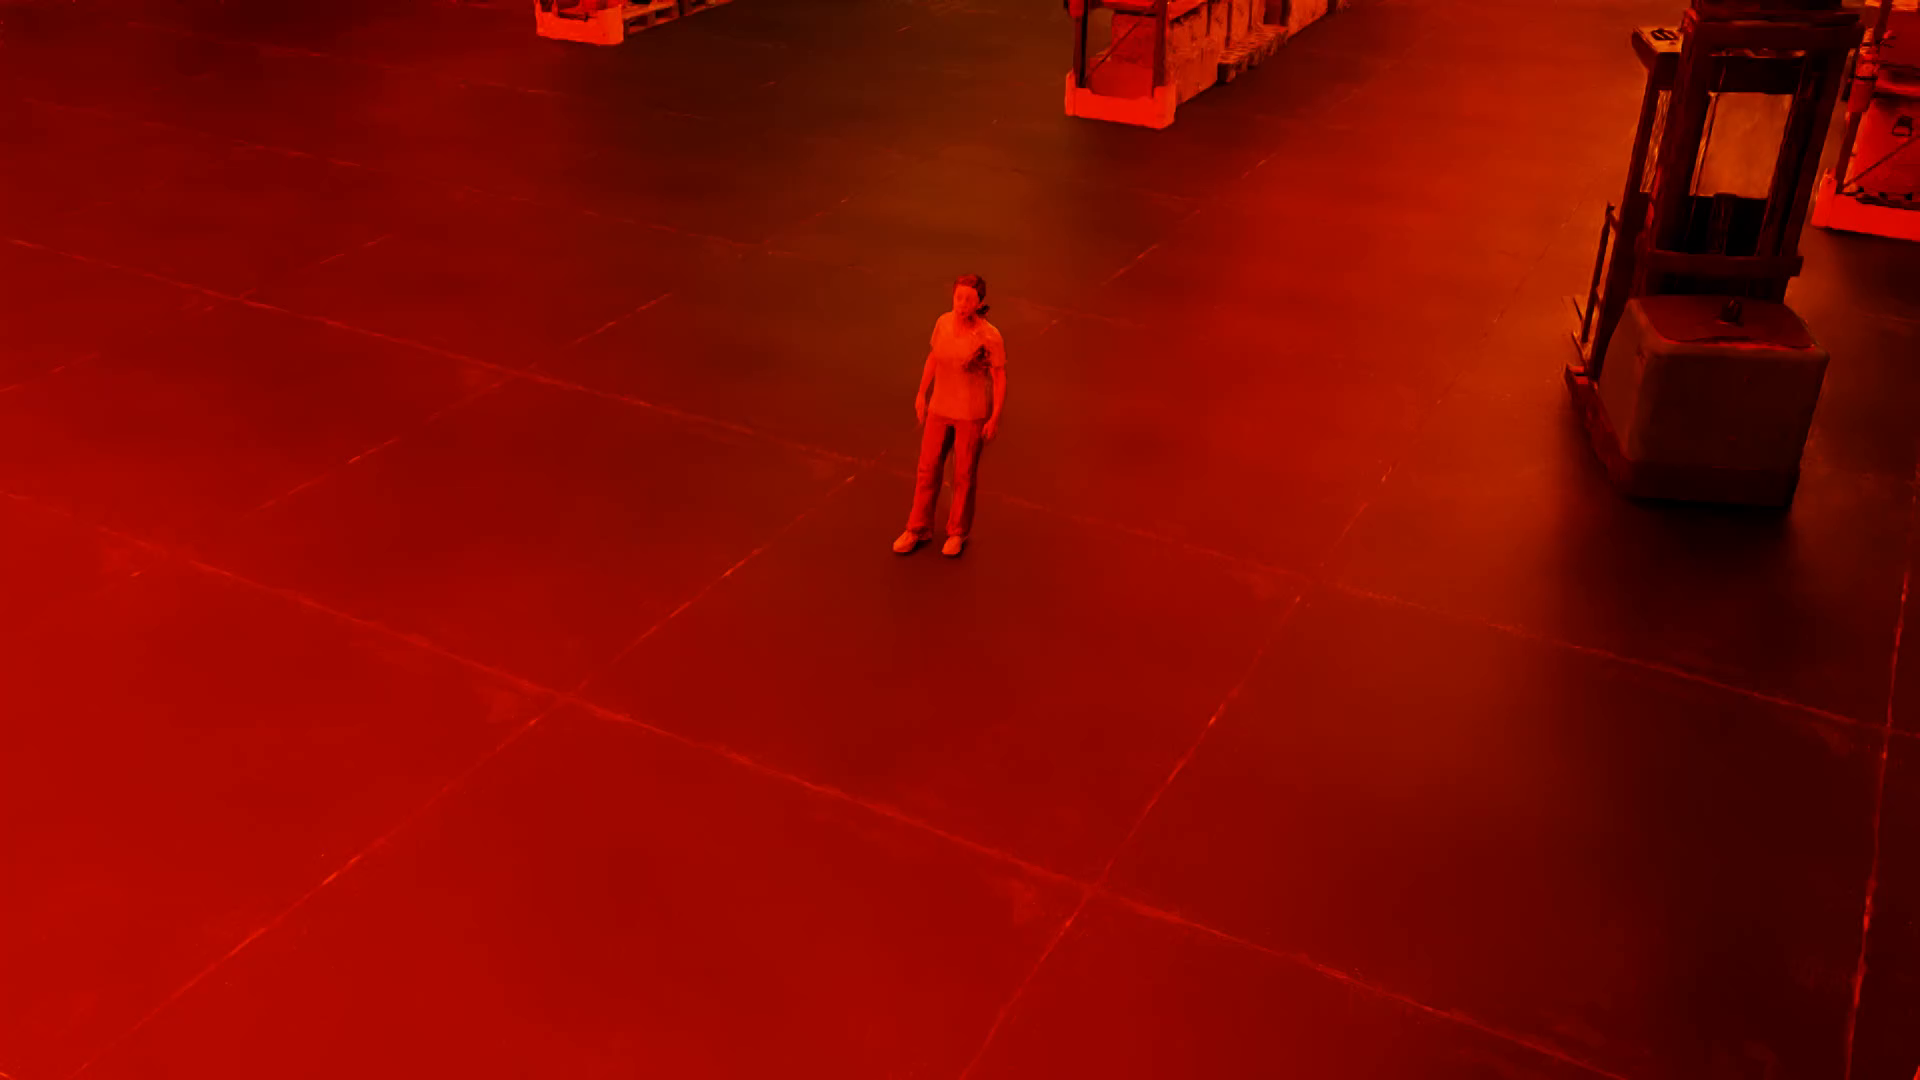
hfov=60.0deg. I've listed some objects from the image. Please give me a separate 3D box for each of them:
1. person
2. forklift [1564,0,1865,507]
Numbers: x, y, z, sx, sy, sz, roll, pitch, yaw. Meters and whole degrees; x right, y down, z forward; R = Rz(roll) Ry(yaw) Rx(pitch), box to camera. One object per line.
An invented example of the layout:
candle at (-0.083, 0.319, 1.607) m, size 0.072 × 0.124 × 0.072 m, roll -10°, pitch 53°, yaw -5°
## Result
person at (-0.045, -0.702, 9.529) m, size 0.554 × 1.674 × 0.548 m, roll 15°, pitch 33°, yaw 25°
forklift at (4.842, -2.191, 10.866) m, size 1.130 × 2.935 × 3.031 m, roll 4°, pitch 30°, yaw 8°
